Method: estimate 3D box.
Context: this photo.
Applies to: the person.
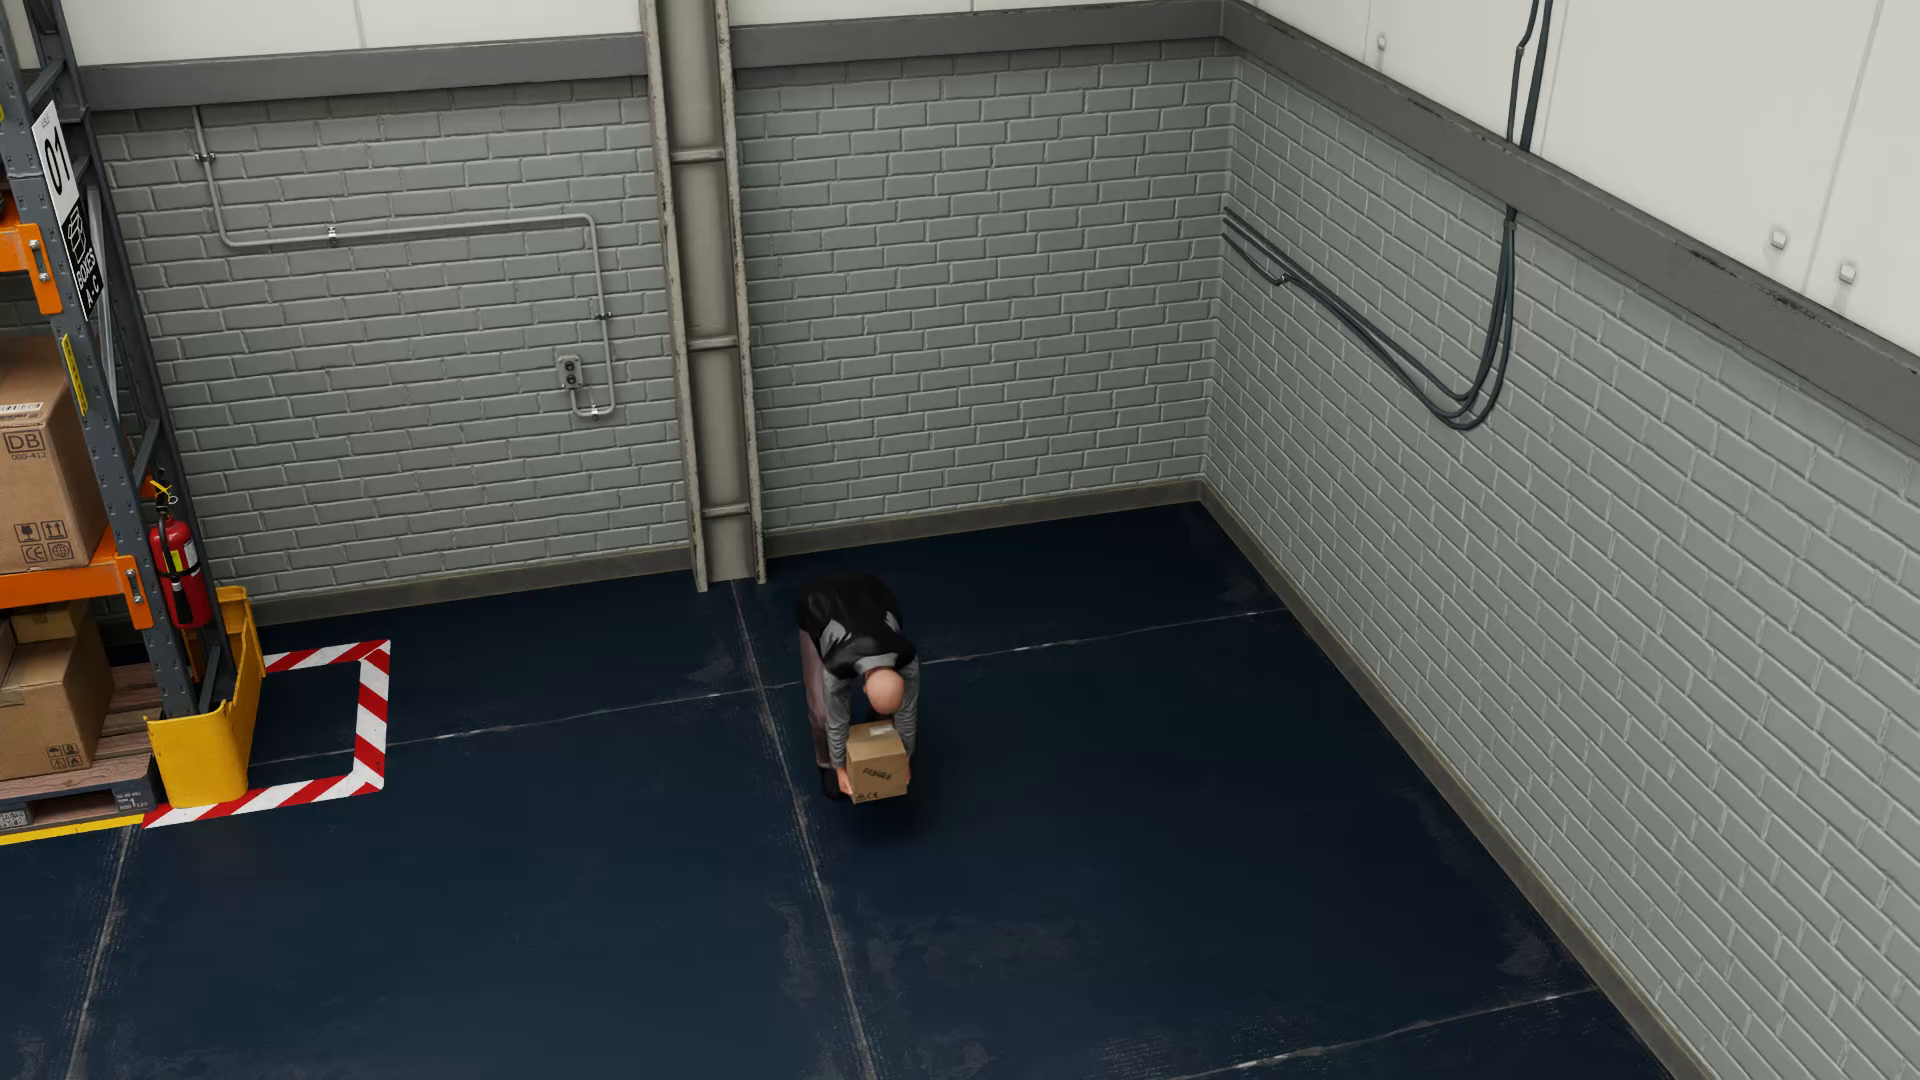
[{"bbox_3d":[-0.447,0.745,7.611,0.464,1.088,0.960,-9,31,-15],"label":"person"}]
